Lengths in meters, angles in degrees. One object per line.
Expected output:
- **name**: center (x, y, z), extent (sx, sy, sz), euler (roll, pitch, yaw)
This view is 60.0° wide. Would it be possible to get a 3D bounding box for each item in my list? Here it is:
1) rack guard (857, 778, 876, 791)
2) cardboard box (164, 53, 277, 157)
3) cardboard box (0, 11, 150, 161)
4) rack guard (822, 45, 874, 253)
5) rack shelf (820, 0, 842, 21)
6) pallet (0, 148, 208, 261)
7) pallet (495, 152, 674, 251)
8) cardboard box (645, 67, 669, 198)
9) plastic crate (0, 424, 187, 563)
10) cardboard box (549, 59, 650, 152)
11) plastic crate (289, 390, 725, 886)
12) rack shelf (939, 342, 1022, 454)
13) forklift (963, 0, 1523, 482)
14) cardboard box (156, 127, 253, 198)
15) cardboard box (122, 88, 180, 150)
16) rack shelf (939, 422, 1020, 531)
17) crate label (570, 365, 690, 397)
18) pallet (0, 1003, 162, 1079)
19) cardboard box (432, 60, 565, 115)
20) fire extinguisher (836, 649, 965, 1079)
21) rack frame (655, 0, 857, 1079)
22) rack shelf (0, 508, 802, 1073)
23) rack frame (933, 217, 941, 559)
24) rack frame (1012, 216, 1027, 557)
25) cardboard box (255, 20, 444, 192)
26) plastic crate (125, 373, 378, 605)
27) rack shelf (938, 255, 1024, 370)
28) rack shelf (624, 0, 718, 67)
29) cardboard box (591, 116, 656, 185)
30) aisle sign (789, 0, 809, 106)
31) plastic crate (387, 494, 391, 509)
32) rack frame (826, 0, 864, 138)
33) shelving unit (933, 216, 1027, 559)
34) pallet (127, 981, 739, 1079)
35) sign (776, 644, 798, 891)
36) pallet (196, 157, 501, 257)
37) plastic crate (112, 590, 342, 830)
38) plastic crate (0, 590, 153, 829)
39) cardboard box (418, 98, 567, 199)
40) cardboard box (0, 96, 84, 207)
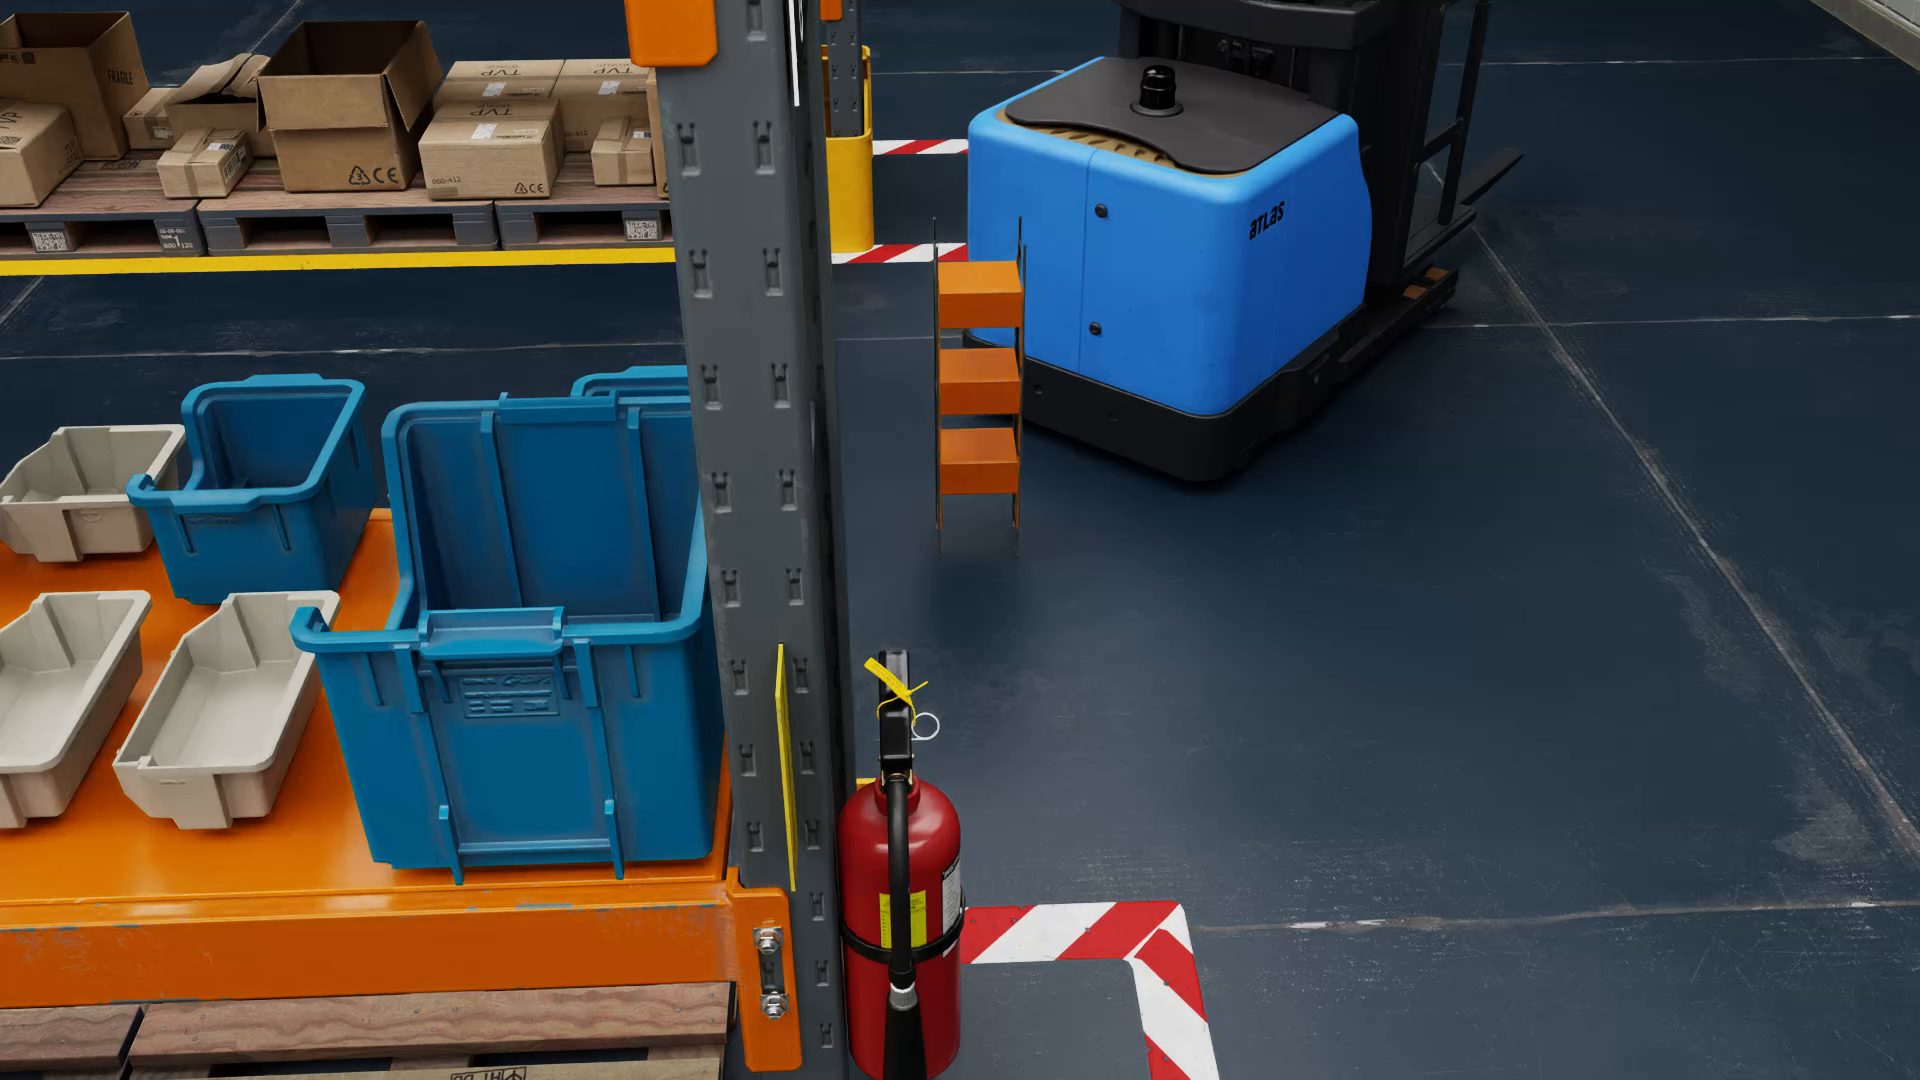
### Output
- **rack guard**: center (-0.232, 1.060, 3.279), extent (0.348, 0.500, 1.175), euler (-2, 35, -2)
- **cardboard box**: center (-3.177, -1.940, 7.393), extent (0.500, 0.311, 0.500), euler (-2, 35, -2)
- **cardboard box**: center (-3.926, -1.997, 7.310), extent (0.500, 0.500, 0.500), euler (-2, 35, -2)
- **rack guard**: center (-0.563, -1.745, 7.333), extent (0.348, 0.500, 1.175), euler (-2, 35, -2)
- **rack shelf**: center (-2.484, -2.426, 6.751), extent (4.000, 0.370, 1.077), euler (-2, 35, -2)
- **pallet**: center (-3.796, -1.539, 7.288), extent (1.213, 0.211, 1.003), euler (-2, 35, -2)
- **pallet**: center (-1.359, -1.604, 7.383), extent (1.213, 0.211, 1.003), euler (-2, 35, -2)
- **cardboard box**: center (-1.018, -1.774, 6.987), extent (0.500, 0.500, 0.500), euler (-2, 35, -2)
- **plastic crate**: center (-1.520, -0.076, 2.904), extent (0.298, 0.136, 0.250), euler (-2, 35, -2)
- **cardboard box**: center (-1.543, -1.959, 7.474), extent (0.500, 0.250, 0.500), euler (-2, 35, -2)
- **plastic crate**: center (-0.581, 0.116, 2.362), extent (0.499, 0.435, 0.616), euler (-2, 35, -2)
- **rack shelf**: center (0.053, -0.424, 4.959), extent (0.240, 0.259, 0.215), euler (-2, 35, -2)
- **forklift**: center (1.305, -2.176, 5.818), extent (1.130, 2.935, 3.031), euler (24, 41, 30)
- **cardboard box**: center (-3.189, -1.601, 7.030), extent (0.250, 0.166, 0.380), euler (-2, 35, -2)
- **cardboard box**: center (-3.555, -1.897, 7.474), extent (0.250, 0.149, 0.380), euler (-2, 35, -2)
- **rack shelf**: center (0.053, -0.196, 5.117), extent (0.240, 0.259, 0.215), euler (-2, 35, -2)
- **crate label**: center (-0.518, -0.096, 2.847), extent (0.303, 0.233, 0.416), euler (-2, 35, -2)
- **pallet**: center (-2.297, 1.218, 3.304), extent (1.213, 0.211, 1.003), euler (-2, 35, -2)
- **cardboard box**: center (-2.042, -1.945, 7.455), extent (0.500, 0.250, 0.500), euler (-2, 35, -2)
- **fire extinguisher**: center (-0.084, 0.480, 2.316), extent (0.183, 0.674, 0.296), euler (-2, 35, -2)
- **rack frame**: center (-0.256, 0.040, 2.556), extent (0.127, 3.000, 1.000), euler (-2, 35, -2)
- **rack shelf**: center (-2.254, 0.390, 2.683), extent (4.000, 0.370, 1.077), euler (-2, 35, -2)
- **rack frame**: center (-0.068, -0.430, 4.949), extent (0.008, 1.050, 0.200), euler (-2, 35, -2)
- **rack frame**: center (0.175, -0.436, 4.958), extent (0.008, 1.050, 0.200), euler (-2, 35, -2)
- **cardboard box**: center (-2.606, -1.875, 7.131), extent (0.637, 0.503, 0.797), euler (-2, 35, -2)
- **plastic crate**: center (-1.176, -0.078, 2.821), extent (0.300, 0.233, 0.416), euler (-2, 35, -2)
- **rack shelf**: center (0.053, -0.658, 4.798), extent (0.240, 0.259, 0.215), euler (-2, 35, -2)
- **rack shelf**: center (-2.254, -0.843, 1.829), extent (4.000, 0.370, 1.077), euler (-2, 35, -2)
- **cardboard box**: center (-1.427, -1.677, 7.140), extent (0.250, 0.166, 0.380), euler (-2, 35, -2)
- **aisle sign**: center (-0.170, -0.864, 1.578), extent (0.004, 0.787, 0.394), euler (-2, 35, -2)
- **plastic crate**: center (-0.842, -0.095, 2.930), extent (0.298, 0.136, 0.250), euler (-2, 35, -2)
- **rack frame**: center (-0.487, -2.775, 6.624), extent (0.127, 3.000, 1.000), euler (-2, 35, -2)
- **shelving unit**: center (0.053, -0.433, 4.953), extent (0.252, 1.050, 0.215), euler (-2, 35, -2)
- **pallet**: center (-1.081, 1.187, 3.349), extent (1.213, 0.211, 1.003), euler (-2, 35, -2)
- **sign**: center (-0.214, 0.286, 2.058), extent (0.005, 0.325, 0.100), euler (-2, 35, -2)
- **pallet**: center (-2.575, -1.573, 7.338), extent (1.213, 0.211, 1.003), euler (-2, 35, -2)
- **plastic crate**: center (-1.062, 0.249, 2.433), extent (0.243, 0.136, 0.396), euler (-2, 35, -2)
- **plastic crate**: center (-1.352, 0.249, 2.434), extent (0.243, 0.136, 0.396), euler (-2, 35, -2)
- **cardboard box**: center (-1.968, -1.662, 7.046), extent (0.500, 0.250, 0.500), euler (-2, 35, -2)
- **cardboard box**: center (-4.053, -1.631, 6.947), extent (0.500, 0.311, 0.500), euler (-2, 35, -2)
